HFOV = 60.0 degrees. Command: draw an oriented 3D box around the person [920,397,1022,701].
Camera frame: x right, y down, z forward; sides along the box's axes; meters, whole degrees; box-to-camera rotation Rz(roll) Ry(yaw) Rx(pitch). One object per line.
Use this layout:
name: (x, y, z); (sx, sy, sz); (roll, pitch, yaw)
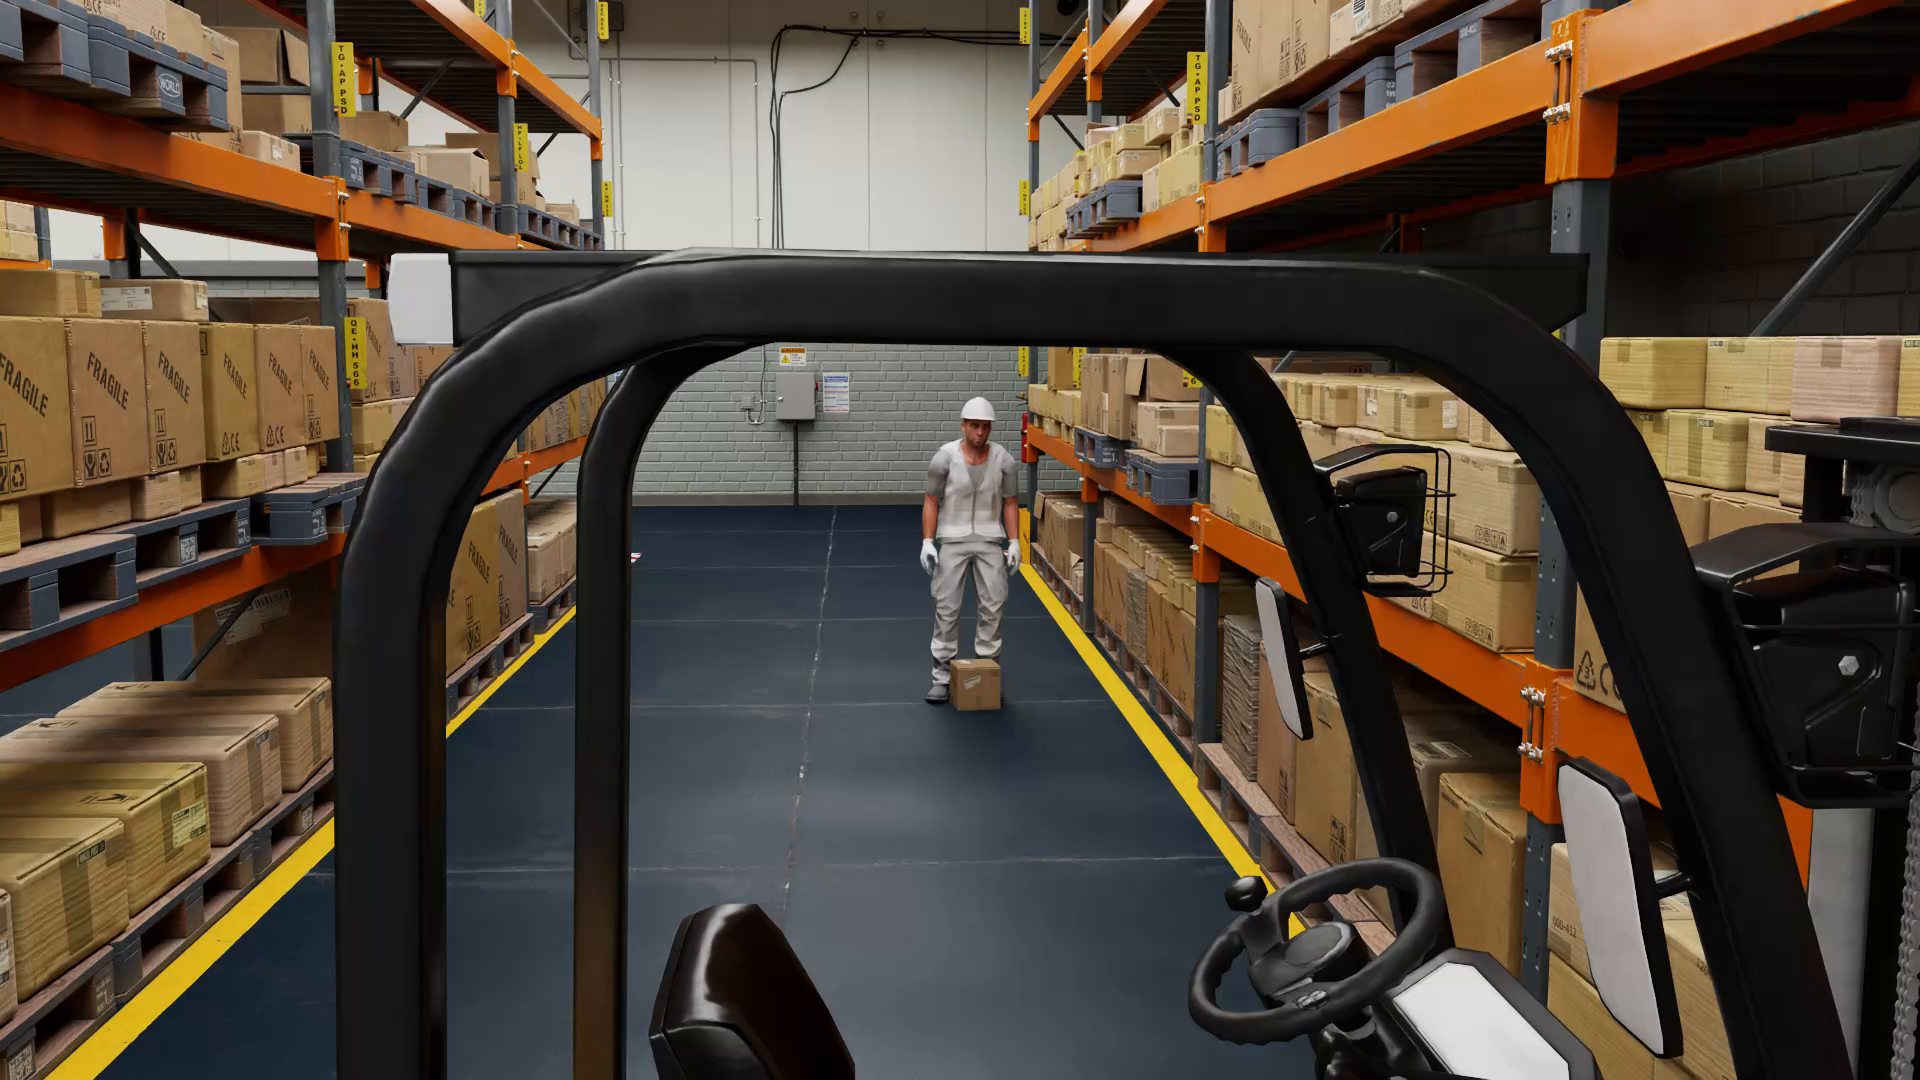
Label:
person: (0.068, 0.052, 9.744); (0.609, 1.777, 0.453); (-1, 7, -8)
